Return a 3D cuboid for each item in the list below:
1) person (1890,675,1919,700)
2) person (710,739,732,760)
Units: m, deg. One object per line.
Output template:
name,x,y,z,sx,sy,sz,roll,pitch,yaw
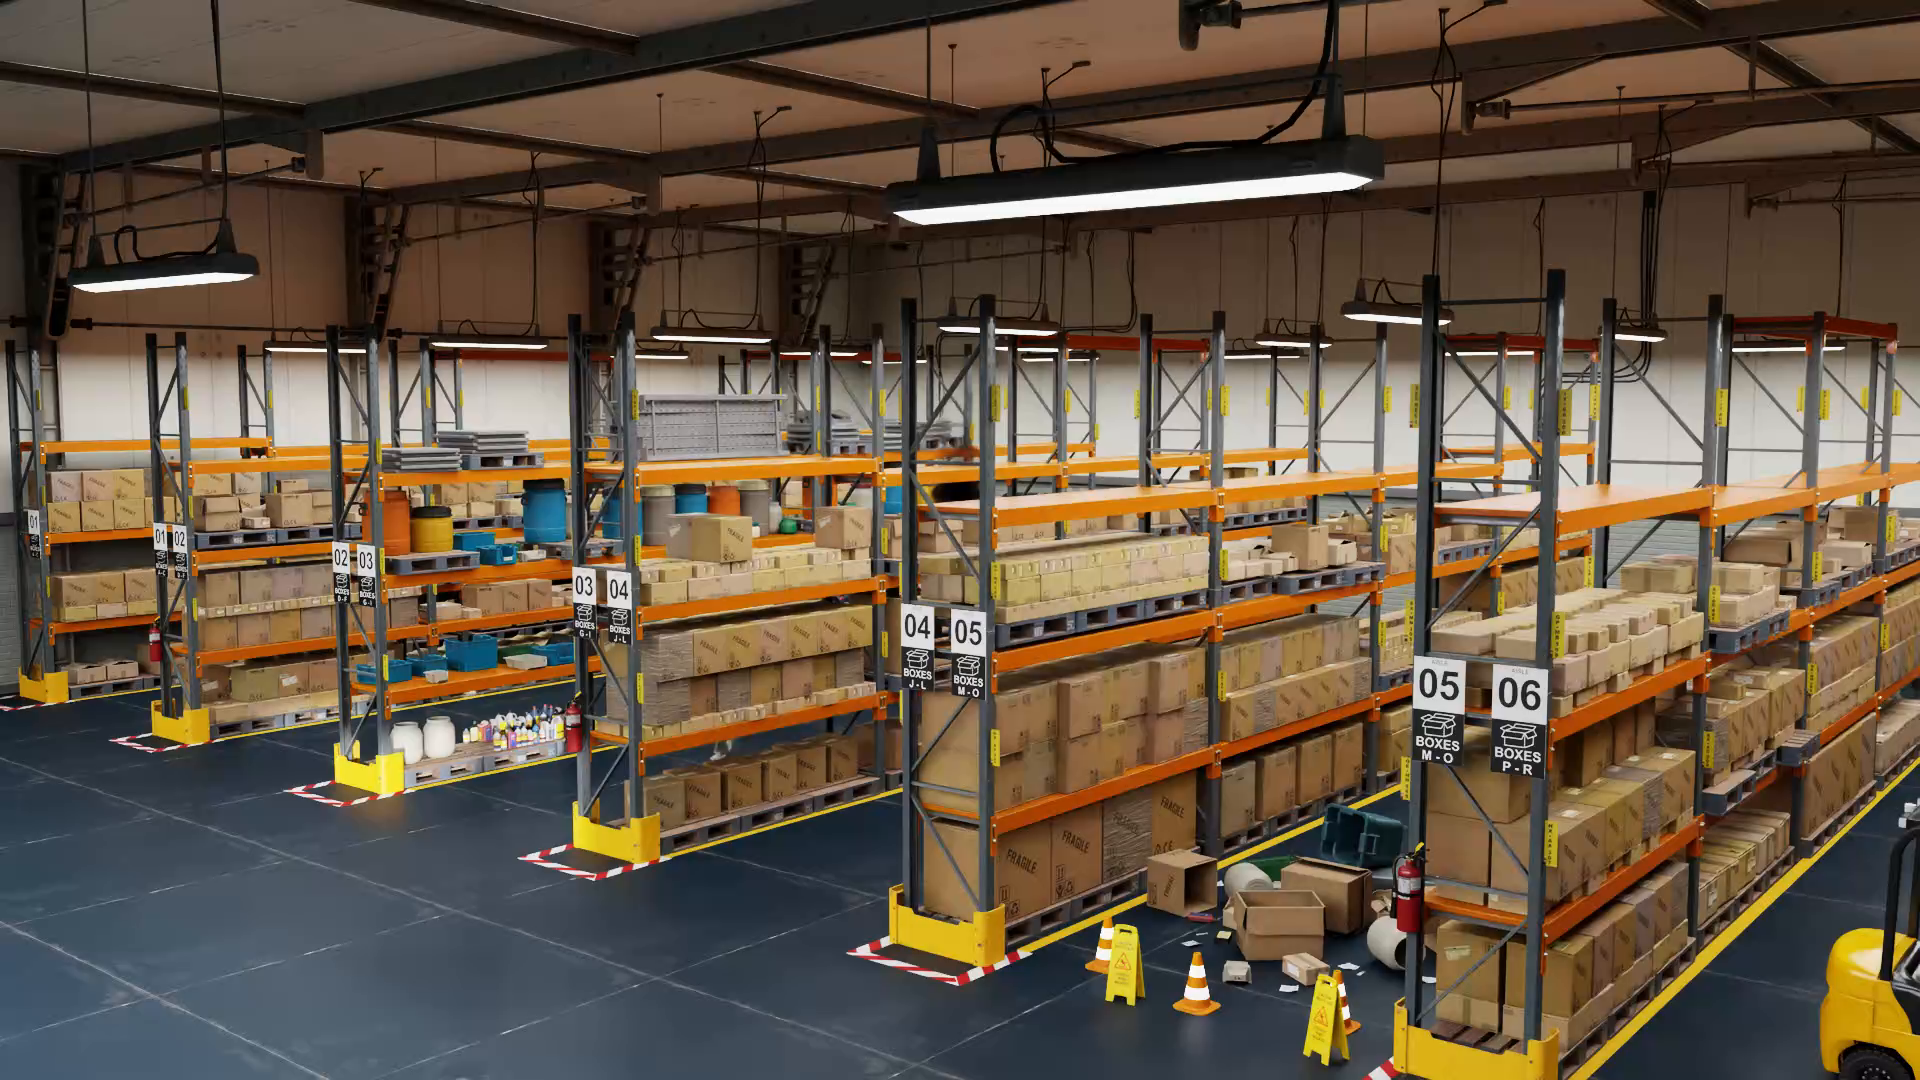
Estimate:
person,14.688,2.051,25.720,0.696,1.696,0.713,-2,6,-21
person,-3.141,2.085,22.062,0.550,1.631,0.544,3,6,29
